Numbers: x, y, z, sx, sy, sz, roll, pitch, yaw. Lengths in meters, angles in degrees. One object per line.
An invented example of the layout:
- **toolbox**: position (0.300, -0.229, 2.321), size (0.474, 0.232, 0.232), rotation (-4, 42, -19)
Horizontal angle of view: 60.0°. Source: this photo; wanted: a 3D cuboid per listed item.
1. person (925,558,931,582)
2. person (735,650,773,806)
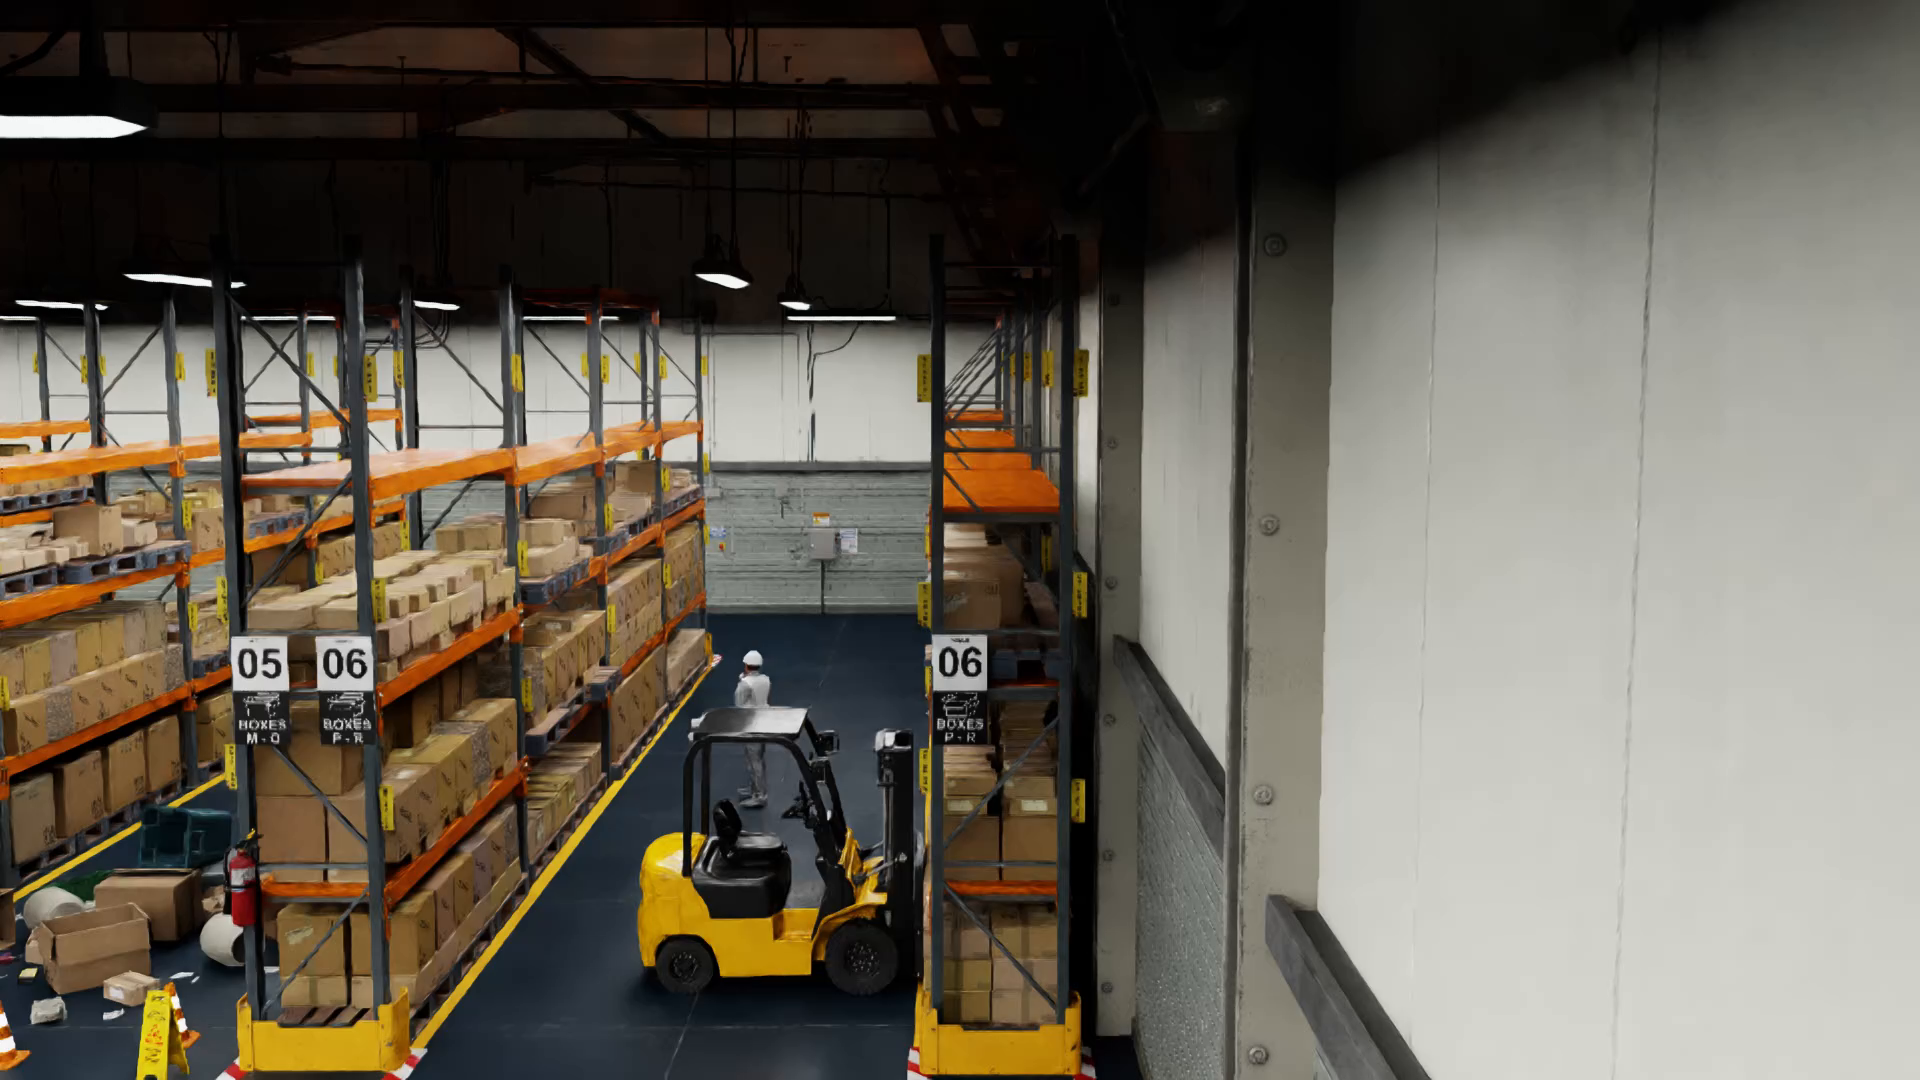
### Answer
- **person**: position (-0.393, 1.119, 29.063), size (0.374, 1.666, 0.556), rotation (-4, 7, -30)
- **person**: position (-2.414, 2.143, 19.285), size (0.558, 1.763, 0.622), rotation (3, 7, 28)
